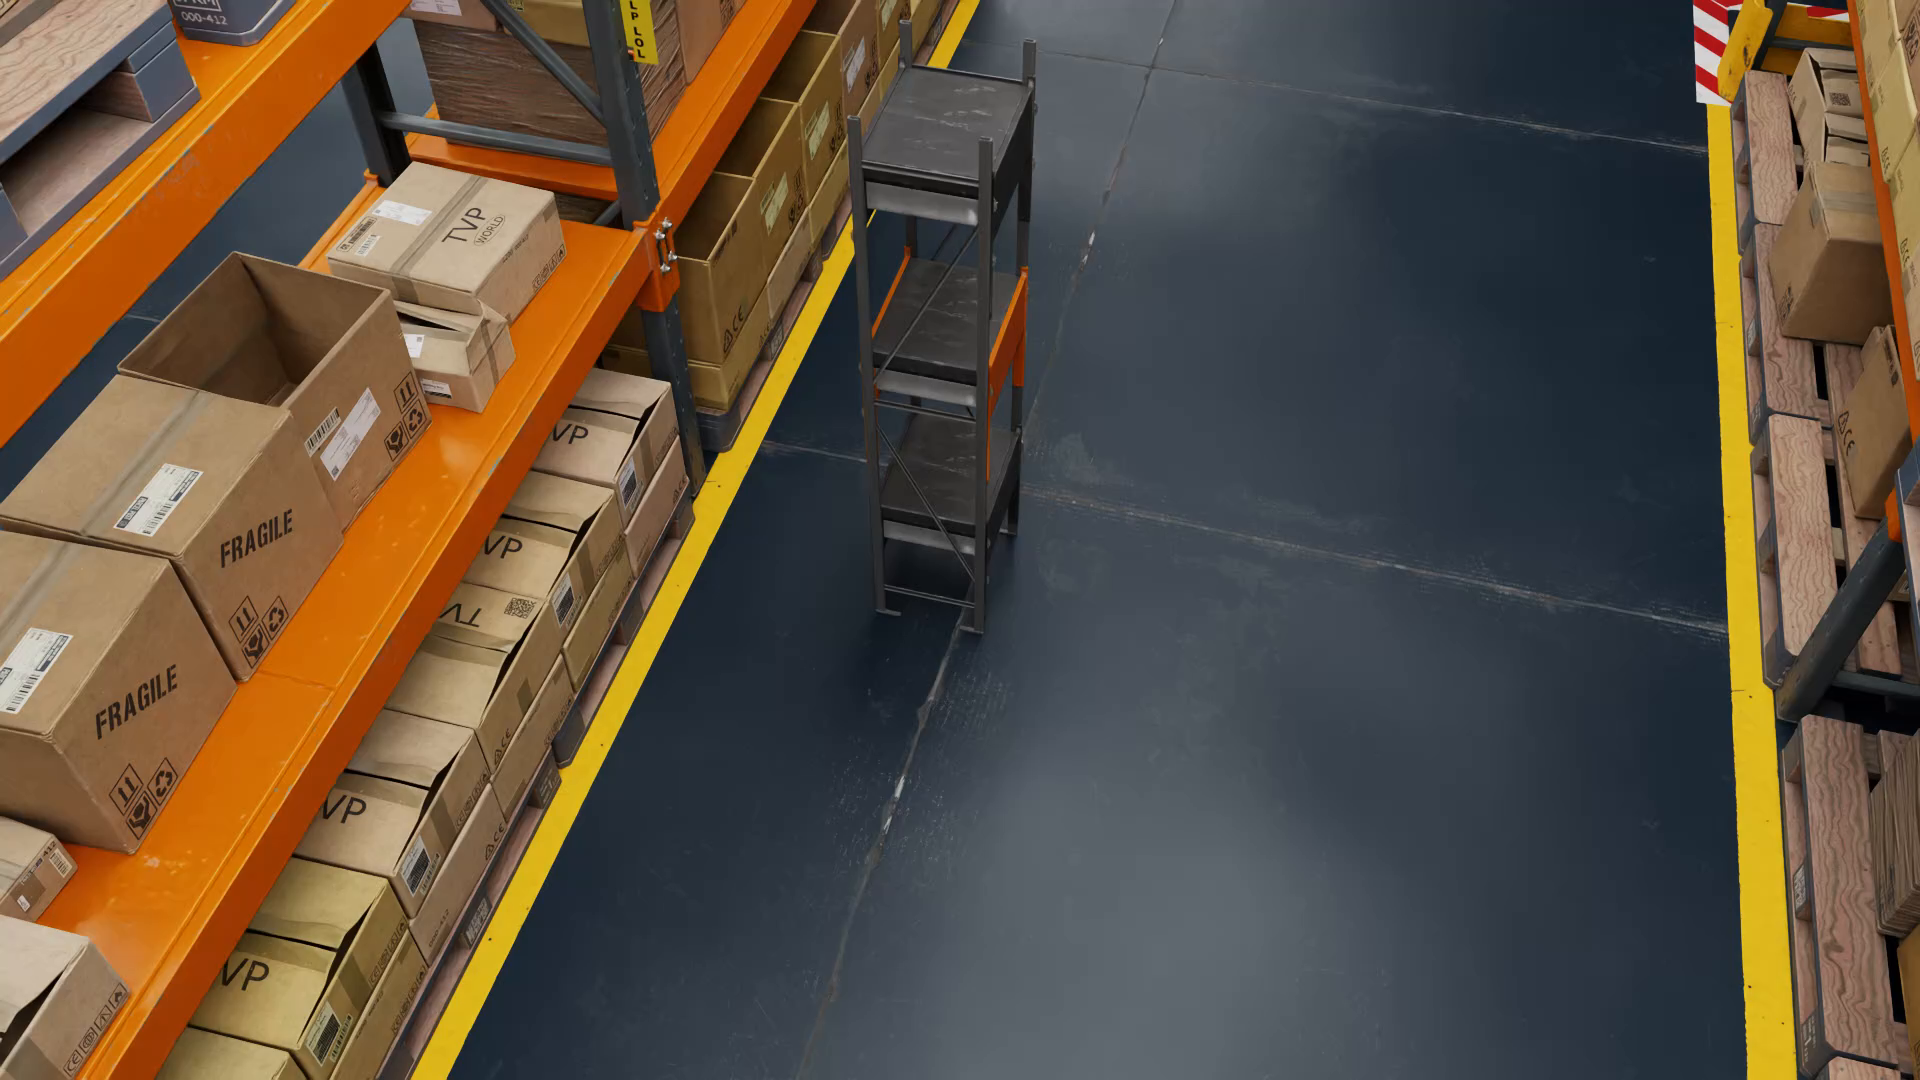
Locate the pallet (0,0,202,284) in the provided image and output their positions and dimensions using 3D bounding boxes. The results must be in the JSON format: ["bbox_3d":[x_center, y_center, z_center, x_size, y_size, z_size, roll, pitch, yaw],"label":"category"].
[{"bbox_3d":[-2.151,-0.648,2.947,1.003,0.211,1.213,14,50,12],"label":"pallet"}]

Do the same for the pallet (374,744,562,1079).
[{"bbox_3d":[-1.958,1.055,5.178,1.003,0.211,1.213,12,50,10],"label":"pallet"}]

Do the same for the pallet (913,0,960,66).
[{"bbox_3d":[-0.590,-2.703,8.494,1.003,0.211,1.213,12,50,10],"label":"pallet"}]

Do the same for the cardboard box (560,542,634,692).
[{"bbox_3d":[-1.447,0.200,5.627,0.500,0.250,0.500,11,49,9],"label":"cardboard box"}]

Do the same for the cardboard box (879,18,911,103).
[{"bbox_3d":[-0.536,-2.244,7.783,0.500,0.250,0.500,12,50,10],"label":"cardboard box"}]

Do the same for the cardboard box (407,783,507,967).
[{"bbox_3d":[-1.716,0.938,4.975,0.500,0.250,0.500,12,50,11],"label":"cardboard box"}]

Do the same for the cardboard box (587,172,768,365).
[{"bbox_3d":[-1.058,-1.044,6.225,0.500,0.500,0.500,12,50,10],"label":"cardboard box"}]

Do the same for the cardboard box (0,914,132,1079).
[{"bbox_3d":[-2.113,1.021,3.408,0.500,0.311,0.500,11,49,10],"label":"cardboard box"}]

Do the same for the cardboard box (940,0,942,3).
[{"bbox_3d":[-0.286,-2.970,8.424,0.500,0.250,0.500,12,50,10],"label":"cardboard box"}]

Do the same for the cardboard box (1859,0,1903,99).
[{"bbox_3d":[3.518,-1.768,5.896,0.500,0.250,0.500,12,50,10],"label":"cardboard box"}]

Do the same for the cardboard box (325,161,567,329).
[{"bbox_3d":[-1.570,-0.879,5.125,0.500,0.250,0.500,14,50,12],"label":"cardboard box"}]

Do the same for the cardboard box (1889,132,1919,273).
[{"bbox_3d":[3.269,-1.037,5.251,0.500,0.250,0.500,12,50,10],"label":"cardboard box"}]

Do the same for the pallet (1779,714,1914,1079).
[{"bbox_3d":[3.094,1.168,5.079,1.003,0.211,1.213,12,50,10],"label":"pallet"}]

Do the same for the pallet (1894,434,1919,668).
[{"bbox_3d":[2.956,0.269,4.140,1.003,0.211,1.213,12,50,10],"label":"pallet"}]

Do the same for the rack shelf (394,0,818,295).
[{"bbox_3d":[-0.956,-2.502,6.937,1.077,0.370,4.000,12,50,10],"label":"rack shelf"}]

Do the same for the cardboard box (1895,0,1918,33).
[{"bbox_3d":[3.529,-2.027,5.625,0.500,0.500,0.500,13,50,11],"label":"cardboard box"}]

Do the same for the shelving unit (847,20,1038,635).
[{"bbox_3d":[-0.044,-0.575,5.357,0.431,2.100,0.503,12,50,10],"label":"shelving unit"}]

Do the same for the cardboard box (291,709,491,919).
[{"bbox_3d":[-1.713,0.742,4.774,0.500,0.311,0.500,11,49,10],"label":"cardboard box"}]

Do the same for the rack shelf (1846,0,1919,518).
[{"bbox_3d":[3.824,-1.527,6.077,1.077,0.370,4.000,12,50,10],"label":"rack shelf"}]

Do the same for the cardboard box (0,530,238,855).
[{"bbox_3d":[-2.109,0.350,3.874,0.500,0.500,0.500,9,49,8],"label":"cardboard box"}]

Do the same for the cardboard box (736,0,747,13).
[{"bbox_3d":[-1.103,-2.394,6.295,0.700,0.500,0.500,12,50,11],"label":"cardboard box"}]

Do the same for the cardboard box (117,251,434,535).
[{"bbox_3d":[-1.839,-0.393,4.530,0.500,0.500,0.500,15,50,13],"label":"cardboard box"}]

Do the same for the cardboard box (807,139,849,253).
[{"bbox_3d":[-0.795,-1.519,7.144,0.500,0.250,0.500,12,50,10],"label":"cardboard box"}]

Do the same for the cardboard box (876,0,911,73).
[{"bbox_3d":[-0.533,-2.491,7.502,0.500,0.500,0.500,12,50,10],"label":"cardboard box"}]

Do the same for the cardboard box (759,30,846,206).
[{"bbox_3d":[-0.795,-1.768,6.863,0.500,0.500,0.500,12,50,10],"label":"cardboard box"}]

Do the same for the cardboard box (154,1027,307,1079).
[{"bbox_3d":[-1.984,1.483,4.121,0.500,0.311,0.500,10,49,9],"label":"cardboard box"}]

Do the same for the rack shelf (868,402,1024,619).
[{"bbox_3d":[-0.044,-0.103,5.892,0.431,0.518,0.480,12,50,10],"label":"rack shelf"}]

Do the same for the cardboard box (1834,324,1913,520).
[{"bbox_3d":[3.532,-0.396,5.972,0.500,0.500,0.500,8,49,7],"label":"cardboard box"}]

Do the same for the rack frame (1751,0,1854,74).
[{"bbox_3d":[4.351,-3.212,7.084,1.000,3.000,0.127,12,50,10],"label":"rack frame"}]

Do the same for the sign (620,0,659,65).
[{"bbox_3d":[-0.956,-1.550,4.898,0.100,0.325,0.005,12,50,10],"label":"sign"}]

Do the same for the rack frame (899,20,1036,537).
[{"bbox_3d":[0.021,-0.752,5.513,0.400,2.100,0.015,12,50,10],"label":"rack frame"}]

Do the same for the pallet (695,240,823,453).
[{"bbox_3d":[-1.233,-0.938,6.937,1.003,0.211,1.213,12,50,10],"label":"pallet"}]

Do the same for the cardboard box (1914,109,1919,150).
[{"bbox_3d":[3.250,-1.289,4.973,0.500,0.500,0.500,11,50,10],"label":"cardboard box"}]

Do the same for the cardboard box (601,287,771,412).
[{"bbox_3d":[-1.068,-0.798,6.508,0.500,0.250,0.500,12,50,10],"label":"cardboard box"}]

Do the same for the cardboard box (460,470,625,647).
[{"bbox_3d":[-1.443,0.019,5.412,0.500,0.311,0.500,13,50,11],"label":"cardboard box"}]

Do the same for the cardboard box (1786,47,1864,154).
[{"bbox_3d":[4.082,-1.985,7.501,0.500,0.311,0.500,7,49,6],"label":"cardboard box"}]

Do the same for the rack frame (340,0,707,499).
[{"bbox_3d":[-1.482,-1.293,5.391,1.000,3.000,0.127,12,50,10],"label":"rack frame"}]

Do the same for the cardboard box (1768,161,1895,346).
[{"bbox_3d":[3.690,-1.115,6.607,0.700,0.500,0.500,9,49,8],"label":"cardboard box"}]

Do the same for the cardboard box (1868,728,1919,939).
[{"bbox_3d":[3.120,0.899,4.830,0.700,0.500,0.500,13,50,11],"label":"cardboard box"}]

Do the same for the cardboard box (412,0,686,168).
[{"bbox_3d":[-1.372,-1.649,5.638,0.700,0.500,0.500,10,49,9],"label":"cardboard box"}]

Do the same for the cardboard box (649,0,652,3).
[{"bbox_3d":[-1.159,-1.879,5.408,0.380,0.149,0.250,12,50,11],"label":"cardboard box"}]
